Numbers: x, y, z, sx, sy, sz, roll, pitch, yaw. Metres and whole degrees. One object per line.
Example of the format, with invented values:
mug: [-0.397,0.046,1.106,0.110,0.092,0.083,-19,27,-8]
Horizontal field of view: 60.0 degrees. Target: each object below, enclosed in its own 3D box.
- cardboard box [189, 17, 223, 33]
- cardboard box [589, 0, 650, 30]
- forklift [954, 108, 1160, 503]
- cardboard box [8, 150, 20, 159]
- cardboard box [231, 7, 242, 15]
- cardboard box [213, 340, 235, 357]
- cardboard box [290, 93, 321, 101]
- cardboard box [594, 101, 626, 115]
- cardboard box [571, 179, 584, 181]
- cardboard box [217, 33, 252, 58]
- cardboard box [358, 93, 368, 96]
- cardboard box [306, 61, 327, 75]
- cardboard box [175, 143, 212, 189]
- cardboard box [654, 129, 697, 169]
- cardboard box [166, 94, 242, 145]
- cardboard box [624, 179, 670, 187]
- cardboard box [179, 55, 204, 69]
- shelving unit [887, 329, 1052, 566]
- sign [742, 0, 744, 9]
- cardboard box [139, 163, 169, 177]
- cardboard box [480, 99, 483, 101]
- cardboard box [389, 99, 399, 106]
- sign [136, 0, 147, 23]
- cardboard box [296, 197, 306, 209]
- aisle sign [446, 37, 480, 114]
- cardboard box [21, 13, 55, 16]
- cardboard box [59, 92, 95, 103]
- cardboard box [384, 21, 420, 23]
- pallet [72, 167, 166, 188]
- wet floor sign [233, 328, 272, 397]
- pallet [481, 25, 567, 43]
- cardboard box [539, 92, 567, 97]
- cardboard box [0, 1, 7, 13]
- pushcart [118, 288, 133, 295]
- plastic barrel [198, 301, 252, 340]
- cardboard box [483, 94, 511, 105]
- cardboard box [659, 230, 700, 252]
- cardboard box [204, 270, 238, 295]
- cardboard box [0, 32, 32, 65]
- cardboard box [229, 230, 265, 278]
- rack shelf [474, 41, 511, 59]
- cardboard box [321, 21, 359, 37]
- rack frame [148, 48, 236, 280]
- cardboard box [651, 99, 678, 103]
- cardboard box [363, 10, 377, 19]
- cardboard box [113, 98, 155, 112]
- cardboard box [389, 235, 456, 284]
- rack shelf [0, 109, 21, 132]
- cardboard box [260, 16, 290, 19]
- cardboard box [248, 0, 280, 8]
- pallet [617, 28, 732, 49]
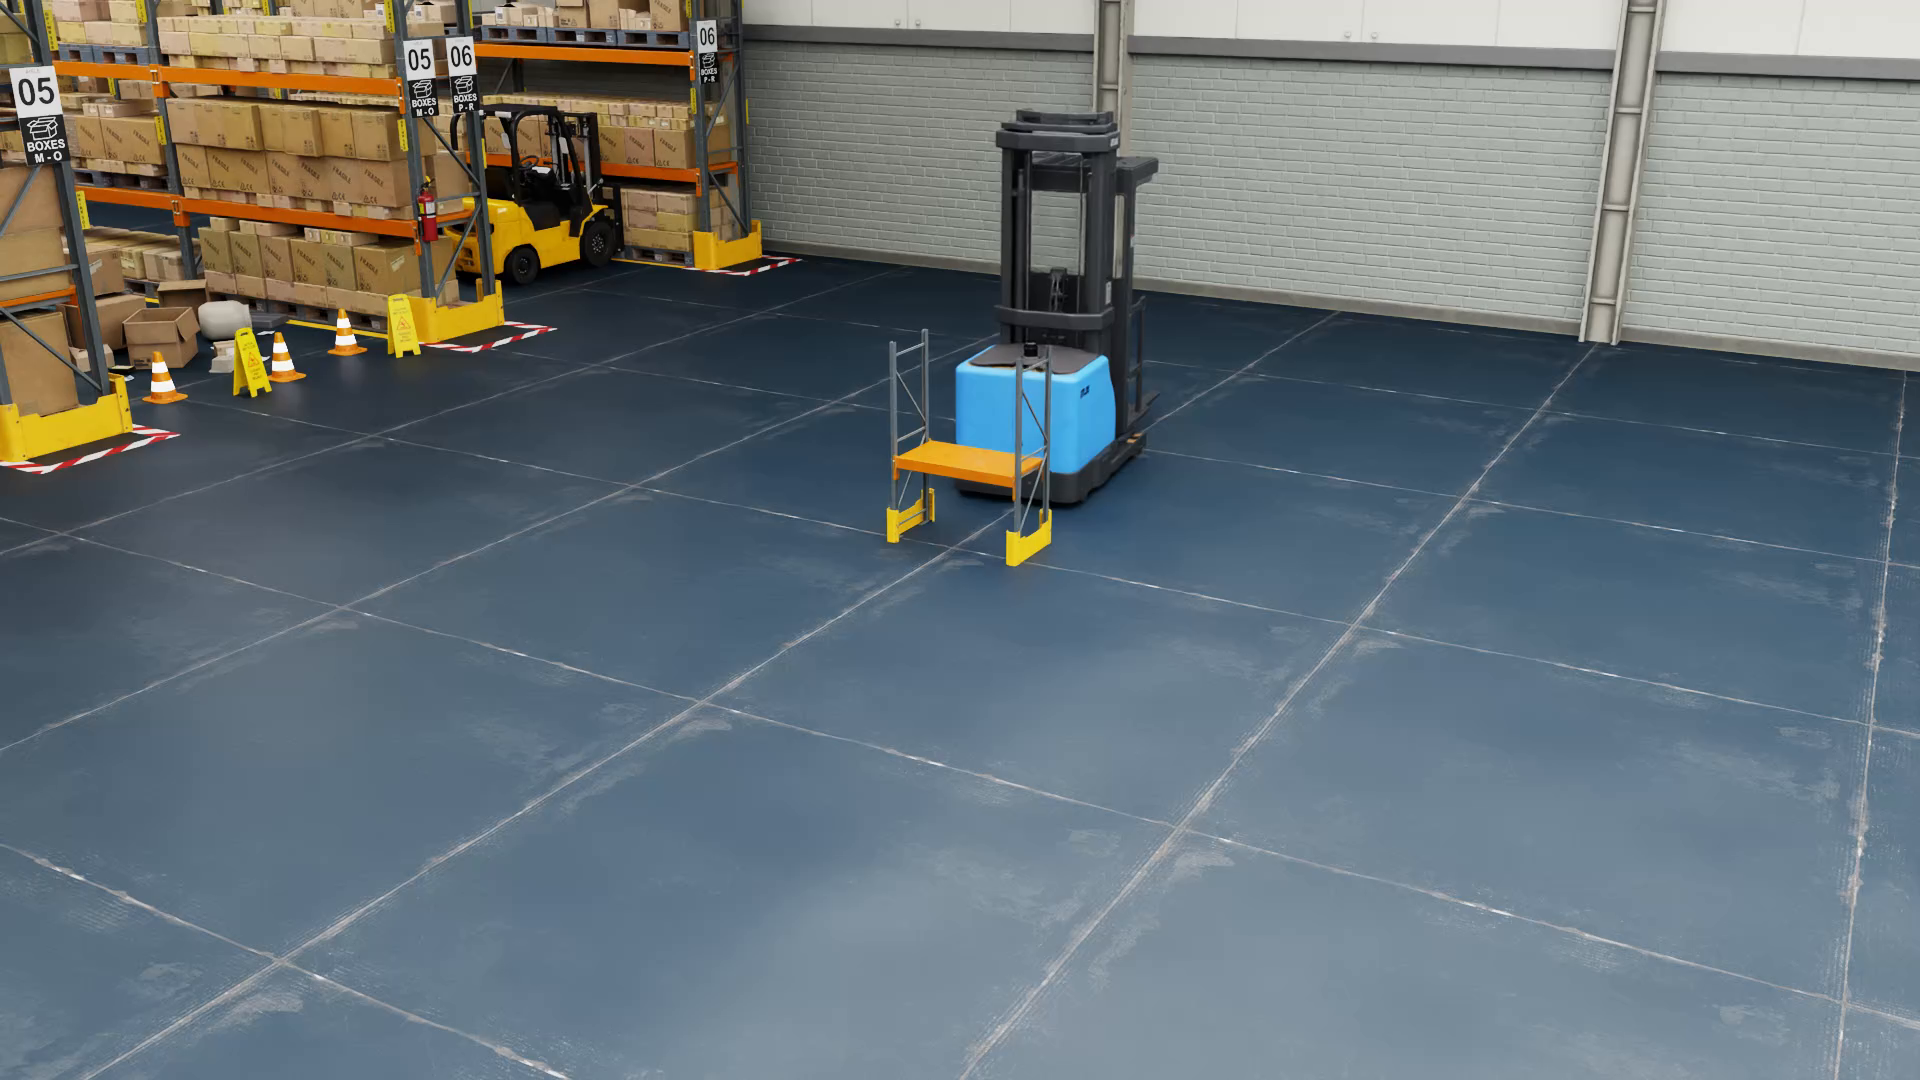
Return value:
cardboard box: [-8.529,-5.862,18.927,0.250,0.149,0.380,10,22,26]
cardboard box: [-4.553,-7.142,22.346,0.500,0.500,0.700,11,23,28]
forklift: [0.982,-2.130,13.939,1.130,2.935,3.031,8,21,21]
cardboard box: [-11.964,-4.945,21.350,0.250,0.149,0.380,9,22,24]
cardboard box: [-11.047,-8.184,25.764,0.250,0.149,0.380,11,23,28]
cardboard box: [-7.749,-2.037,17.762,0.380,0.149,0.250,-11,23,-29]
cardboard box: [-10.052,-6.781,25.561,0.250,0.149,0.380,12,23,29]
cardboard box: [-4.781,-5.910,22.724,0.250,0.149,0.380,11,23,28]
cardboard box: [-5.544,-4.938,23.529,0.500,0.250,0.500,12,23,29]
cardboard box: [-7.976,-5.580,18.735,0.500,0.250,0.500,11,23,28]
cardboard box: [-9.076,-6.836,25.713,0.250,0.149,0.380,10,22,26]
cardboard box: [-6.946,-5.204,18.282,0.250,0.149,0.380,11,22,27]
cardboard box: [-8.864,-4.456,19.669,0.500,0.500,0.500,11,23,27]
cardboard box: [-3.760,-5.290,22.402,0.500,0.500,0.500,10,22,26]
cardboard box: [-8.834,-4.945,19.549,0.500,0.500,0.700,11,22,27]
cardboard box: [-4.399,-4.918,23.475,0.500,0.250,0.500,11,22,27]
cardboard box: [-8.759,-5.532,19.186,0.250,0.149,0.380,11,23,27]
shelving unit: [0.067,-0.692,12.074,1.083,1.500,0.587,11,23,27]
sign: [-2.927,-7.261,22.187,0.005,0.325,0.100,11,23,27]
cardboard box: [-9.696,-4.508,20.148,0.250,0.149,0.380,11,23,28]
cardboard box: [-7.105,-6.439,24.618,0.250,0.149,0.380,10,22,26]
cardboard box: [-8.231,-6.450,24.651,0.250,0.149,0.380,11,23,28]
sign: [-9.380,-6.098,19.043,0.005,0.325,0.100,11,23,27]
cardboard box: [-7.376,-3.901,19.089,0.250,0.149,0.380,11,23,27]
aisle sign: [-5.415,-5.065,18.116,0.004,0.787,0.394,11,23,27]
cardboard box: [-11.781,-6.387,21.030,0.500,0.500,0.700,11,23,27]
cardboard box: [-15.116,-7.482,28.375,0.500,0.250,0.500,11,22,27]
cardboard box: [-6.058,-5.584,18.162,0.250,0.149,0.380,11,23,27]
pallet: [-10.856,-4.684,21.160,1.213,0.211,1.003,11,23,27]
wet floor sign: [-6.955,-1.748,16.238,0.232,0.644,0.267,7,21,18]
pallet: [-5.937,-7.138,23.376,1.213,0.211,1.003,11,23,27]
cardboard box: [-5.832,-6.339,23.906,0.250,0.149,0.380,11,22,27]
cardboard box: [-16.022,-9.057,28.319,0.500,0.250,0.500,10,22,26]
pushcart: [-10.180,-2.506,18.720,0.936,0.377,1.648,3,20,9]
plastic barrel: [-8.161,-2.442,18.477,0.512,0.421,0.421,-7,21,-20]
cardboard box: [-6.561,-6.255,23.675,0.250,0.149,0.380,11,23,28]
cardboard box: [-3.767,-4.128,22.762,0.500,0.250,0.500,11,23,28]
cardboard box: [-8.729,-3.152,20.072,0.500,0.250,0.500,10,22,25]
cardboard box: [-8.242,-4.151,14.031,0.500,0.250,0.500,11,23,27]
cardboard box: [-8.255,-3.419,19.709,0.500,0.500,0.500,12,23,29]
rack shelf: [-8.441,-7.309,24.771,4.000,0.370,1.077,11,23,27]
cardboard box: [-6.694,-5.545,18.052,0.250,0.149,0.380,11,23,28]
rack frame: [-9.112,-4.426,20.167,0.127,3.000,1.000,11,23,27]
cardboard box: [-4.050,-5.989,22.942,0.250,0.149,0.380,11,23,28]
cardboard box: [-8.476,-7.661,24.294,0.250,0.149,0.380,10,22,27]
cardboard box: [-10.349,-5.448,20.837,0.250,0.149,0.380,12,23,30]
cardboard box: [-6.210,-3.238,19.210,0.500,0.500,0.500,10,22,26]
rack shelf: [-9.692,-3.675,14.753,4.000,0.370,1.077,11,23,27]
cardboard box: [-7.812,-5.936,19.132,0.250,0.149,0.380,10,22,26]
cardboard box: [-10.631,-8.205,25.387,0.250,0.149,0.380,12,23,29]
pallet: [-3.807,-6.733,22.258,1.213,0.211,1.003,11,23,27]
